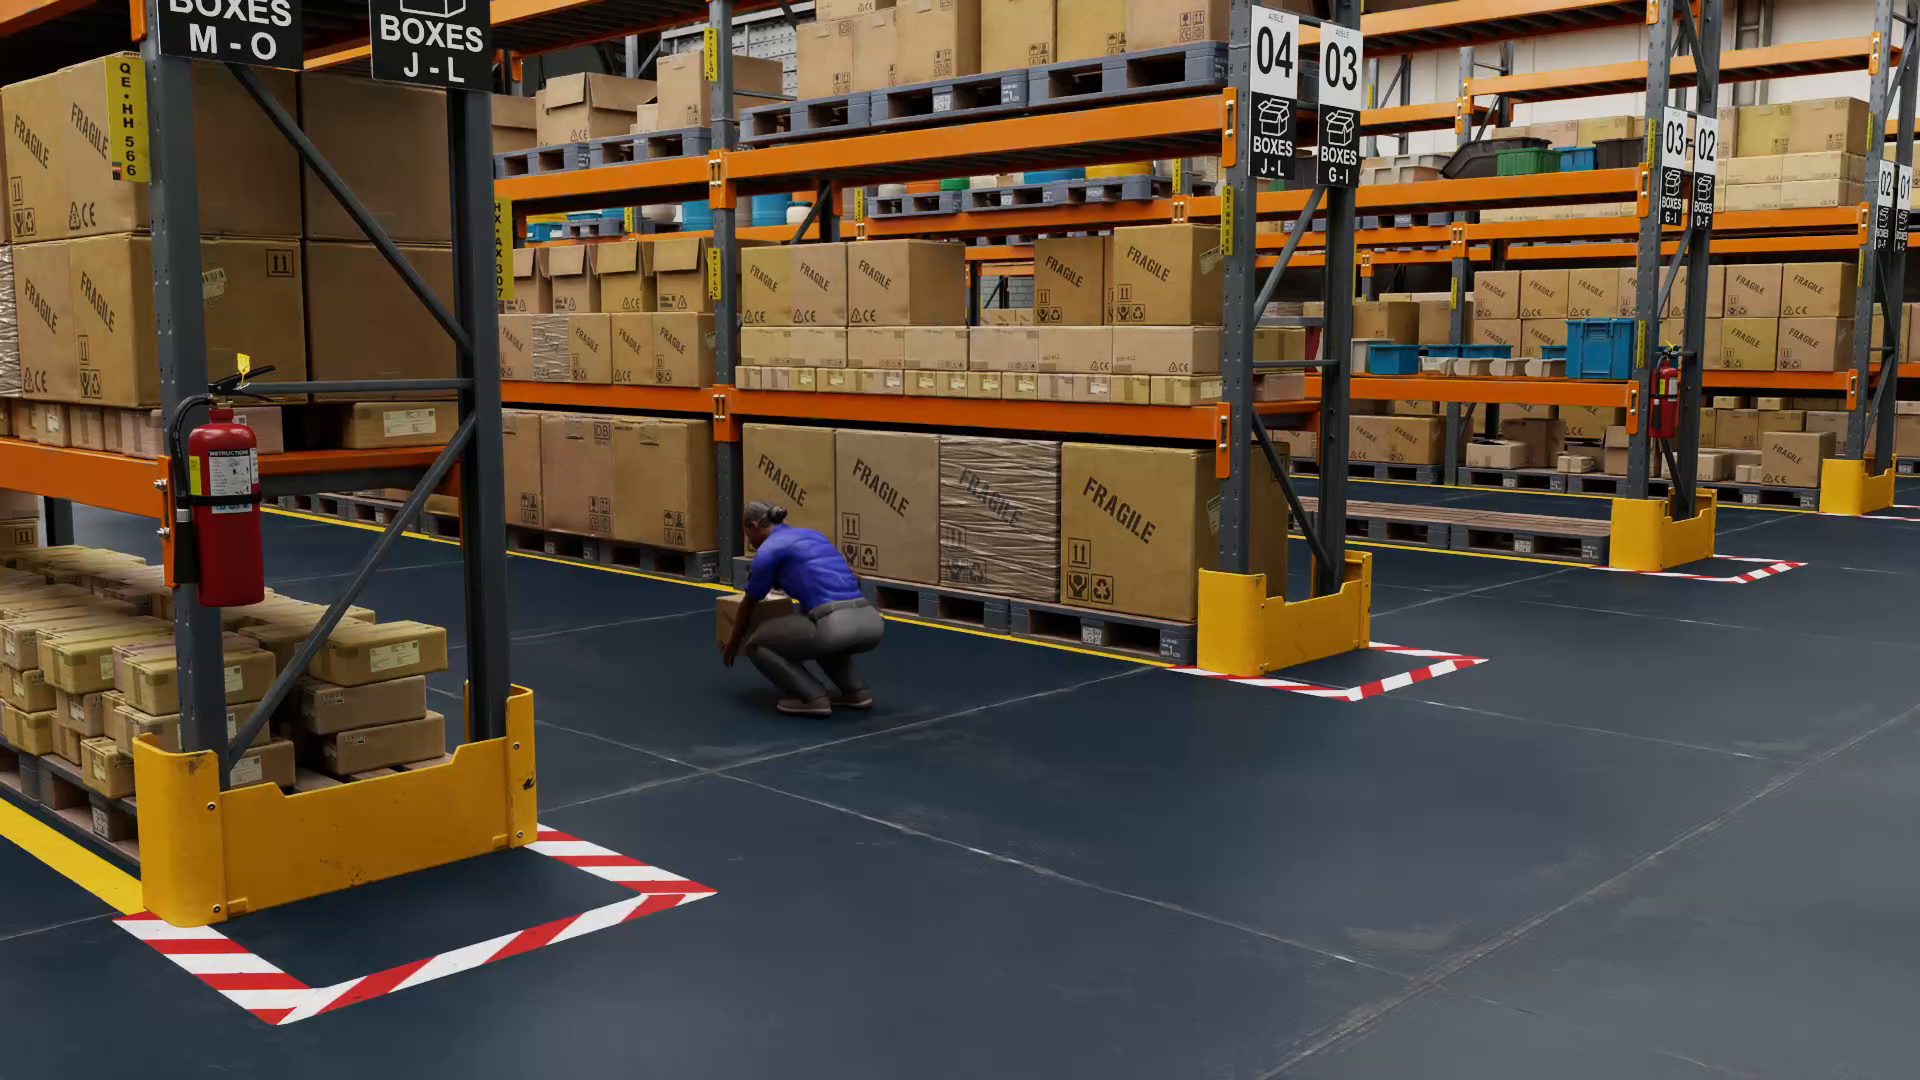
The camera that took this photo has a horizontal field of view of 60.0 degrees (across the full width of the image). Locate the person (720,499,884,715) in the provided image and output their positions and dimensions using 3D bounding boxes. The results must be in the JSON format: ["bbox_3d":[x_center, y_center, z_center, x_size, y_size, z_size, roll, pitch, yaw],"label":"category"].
[{"bbox_3d":[-0.716,0.288,7.466,0.829,0.934,0.486,7,10,43],"label":"person"}]
